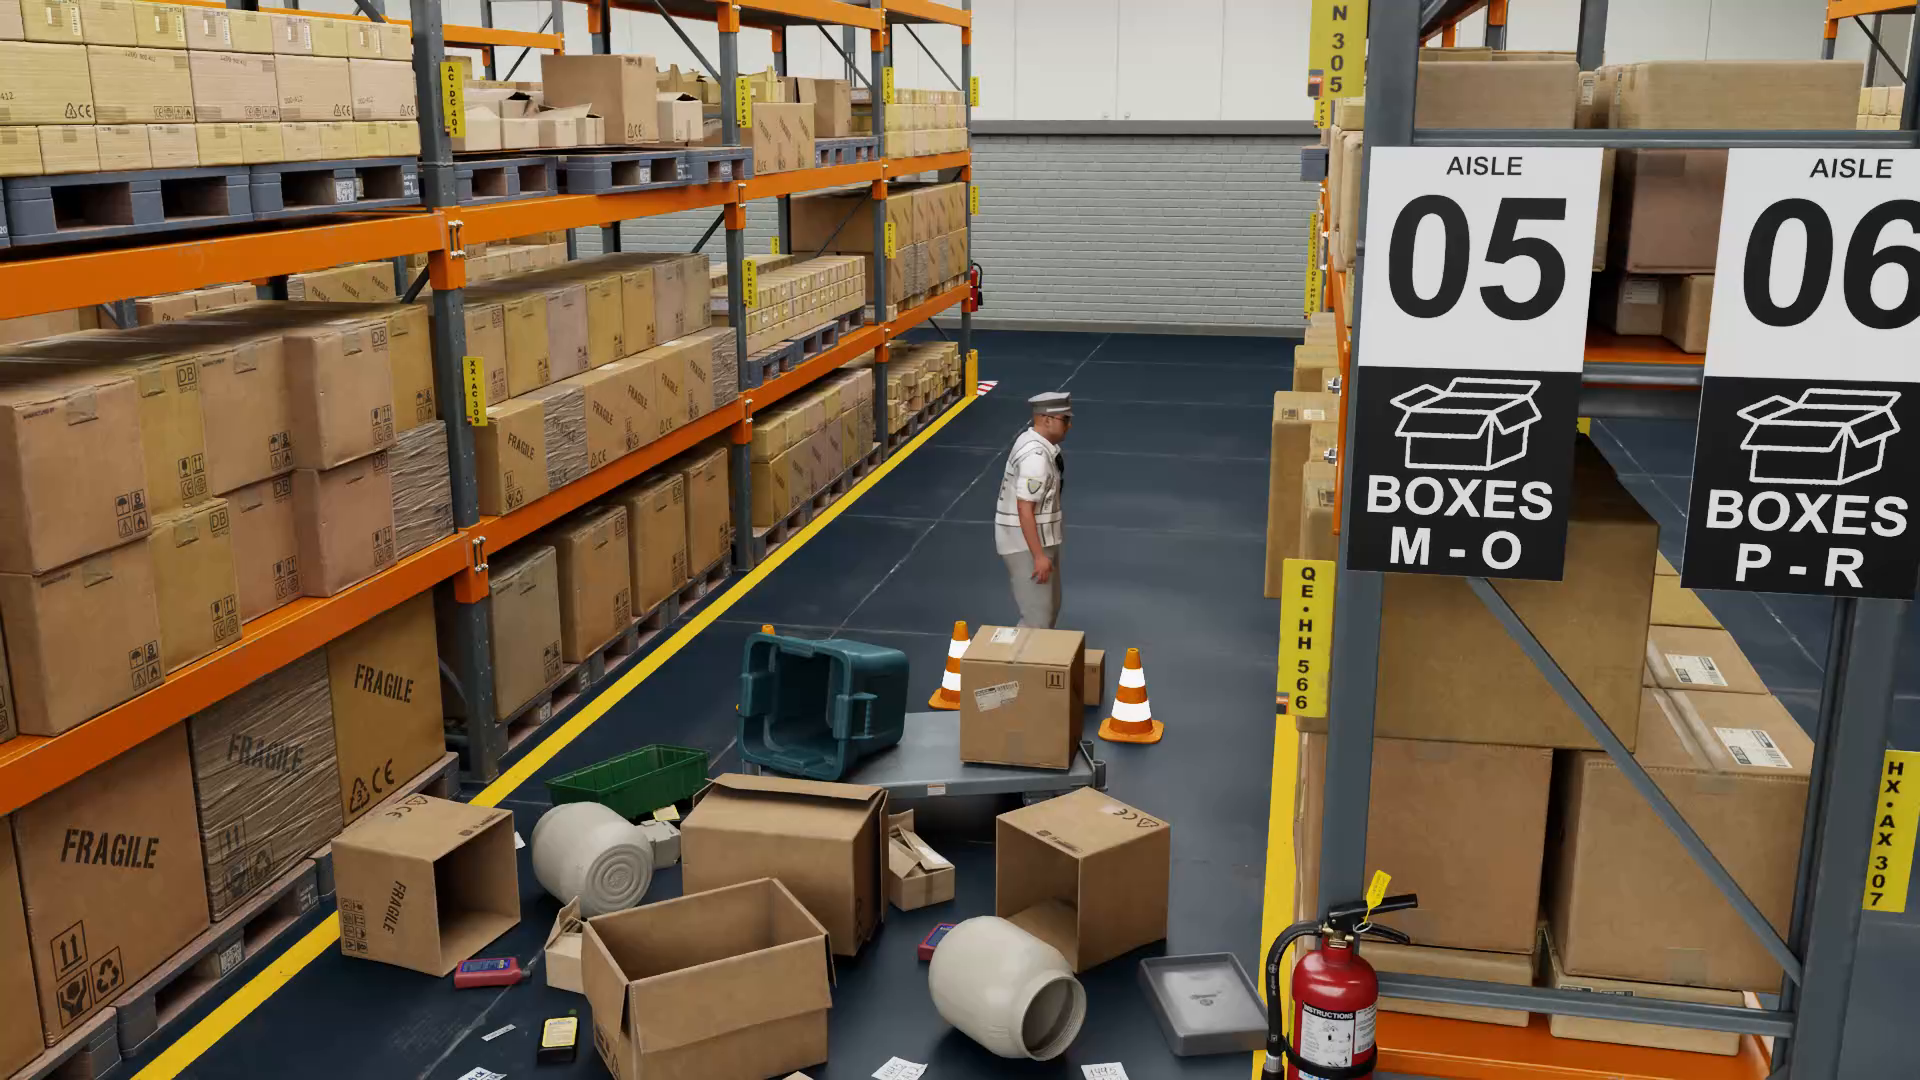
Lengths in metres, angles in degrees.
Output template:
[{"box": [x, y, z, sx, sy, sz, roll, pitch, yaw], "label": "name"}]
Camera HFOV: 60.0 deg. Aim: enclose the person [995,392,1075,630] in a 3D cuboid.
[{"box": [0.420, 0.038, 9.347, 0.434, 1.749, 0.605, 2, 15, 9], "label": "person"}]
